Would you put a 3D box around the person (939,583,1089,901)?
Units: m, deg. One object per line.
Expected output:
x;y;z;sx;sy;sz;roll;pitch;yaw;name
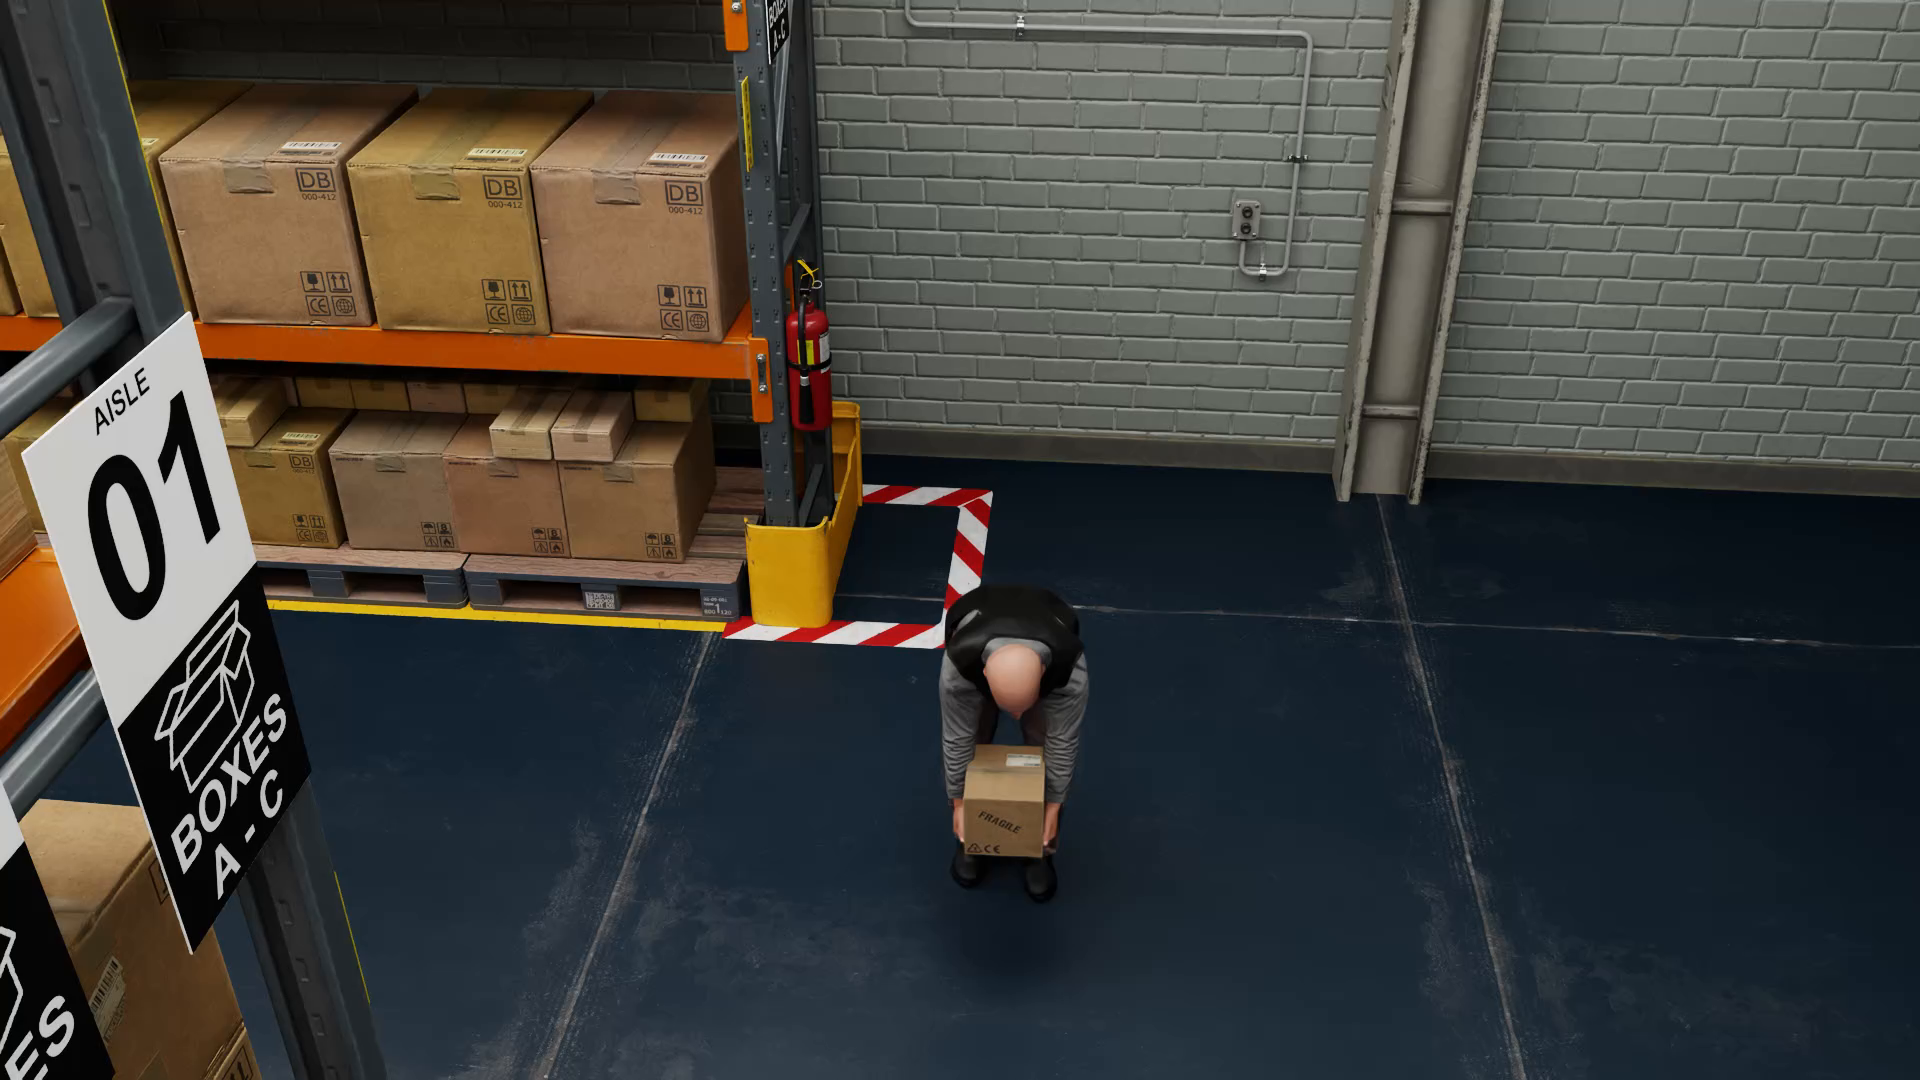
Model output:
0.168;0.689;5.440;0.474;1.310;0.896;2;32;2;person
